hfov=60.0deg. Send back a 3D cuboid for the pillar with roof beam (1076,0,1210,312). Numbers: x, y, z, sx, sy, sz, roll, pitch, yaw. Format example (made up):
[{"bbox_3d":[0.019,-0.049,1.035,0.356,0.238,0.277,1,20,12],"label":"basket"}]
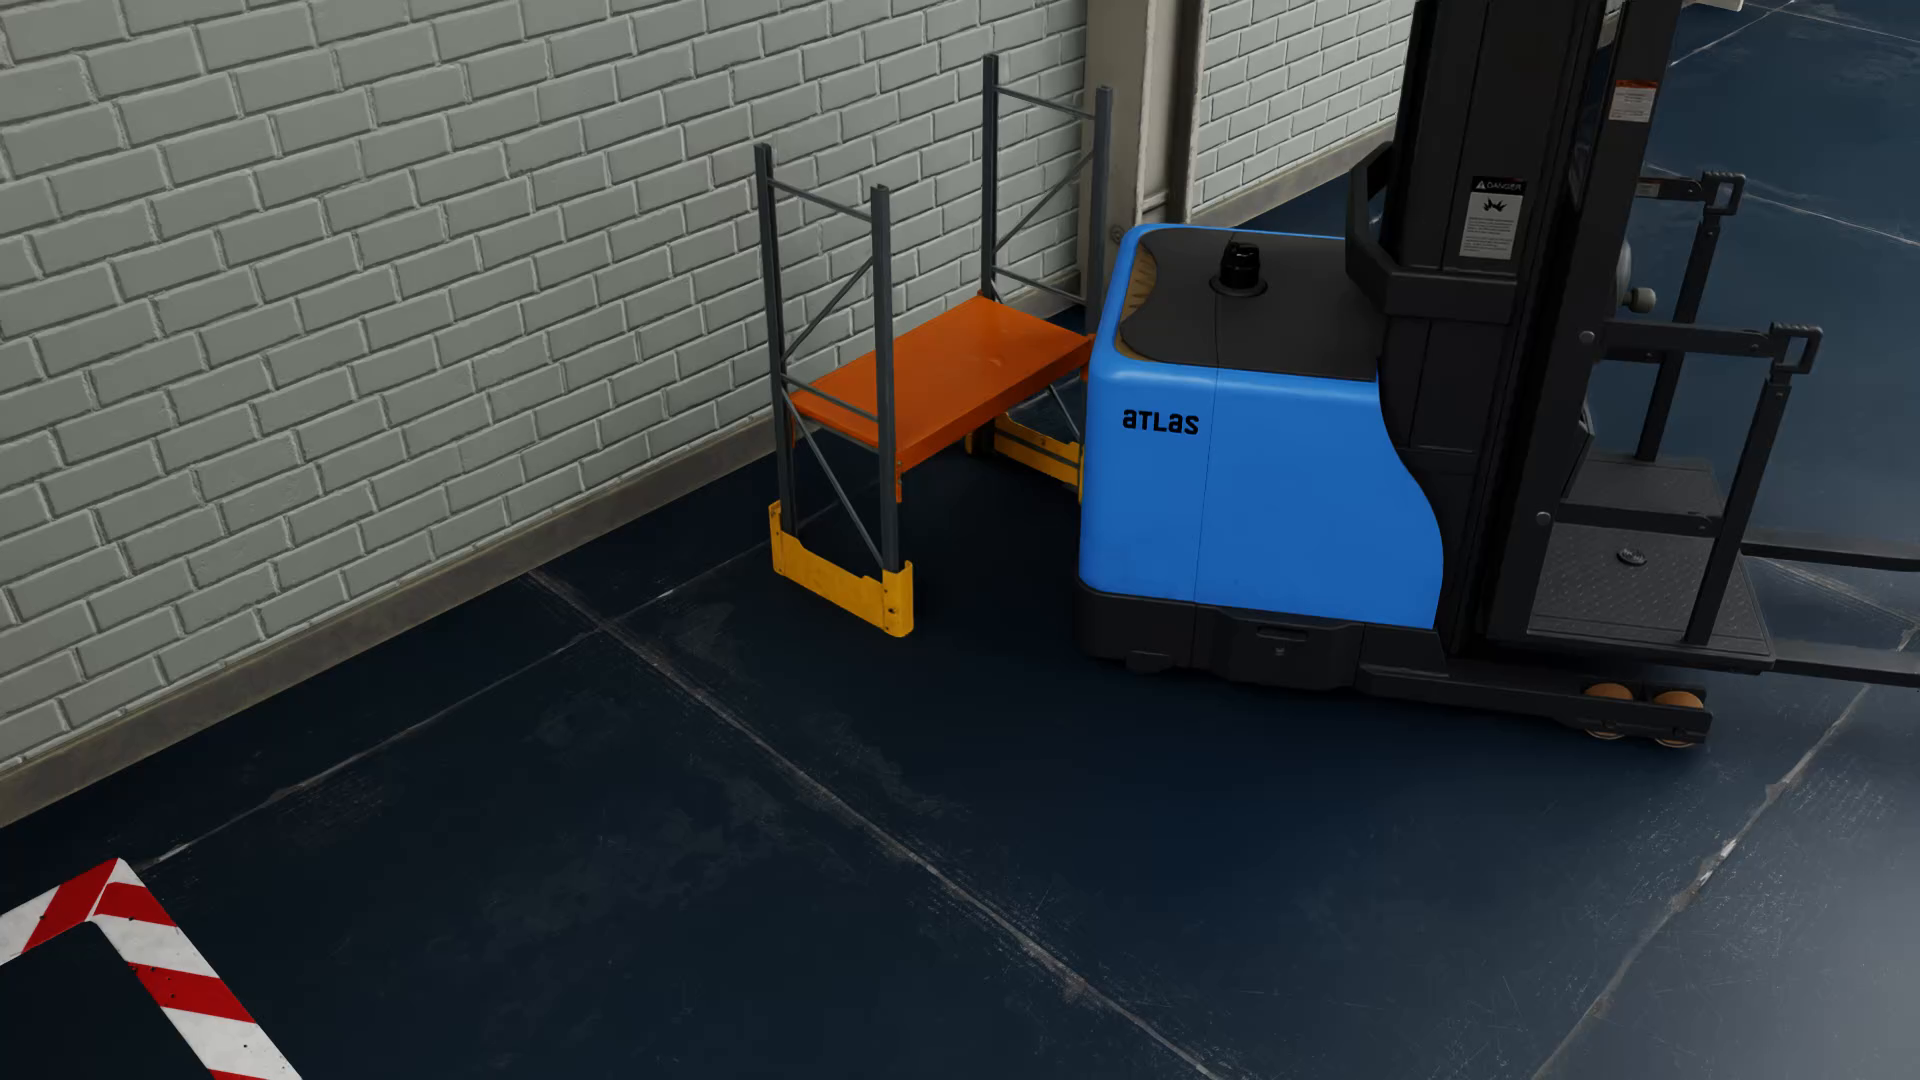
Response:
[{"bbox_3d":[3.798,-3.021,2.216,9.100,9.000,0.400,30,45,35],"label":"pillar with roof beam"}]

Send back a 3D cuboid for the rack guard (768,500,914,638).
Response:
[{"bbox_3d":[-0.389,0.087,5.406,0.587,0.250,0.087,26,43,32],"label":"rack guard"}]

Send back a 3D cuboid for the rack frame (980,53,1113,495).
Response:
[{"bbox_3d":[0.273,-0.865,5.680,0.500,1.500,0.032,26,43,32],"label":"rack frame"}]

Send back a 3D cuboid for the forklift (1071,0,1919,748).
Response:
[{"bbox_3d":[1.915,-0.925,4.514,3.031,2.935,1.130,6,35,9],"label":"forklift"}]

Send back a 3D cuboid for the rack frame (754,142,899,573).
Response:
[{"bbox_3d":[-0.390,-0.425,5.048,0.500,1.500,0.032,26,43,32],"label":"rack frame"}]

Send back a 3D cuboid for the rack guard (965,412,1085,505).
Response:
[{"bbox_3d":[0.261,-0.344,6.025,0.587,0.250,0.087,26,43,32],"label":"rack guard"}]

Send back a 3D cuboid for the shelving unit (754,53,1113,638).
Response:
[{"bbox_3d":[-0.064,-0.641,5.358,0.587,1.500,1.083,26,43,32],"label":"shelving unit"}]

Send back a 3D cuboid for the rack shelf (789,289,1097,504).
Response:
[{"bbox_3d":[-0.058,-0.498,5.467,0.538,0.185,1.000,26,43,32],"label":"rack shelf"}]
